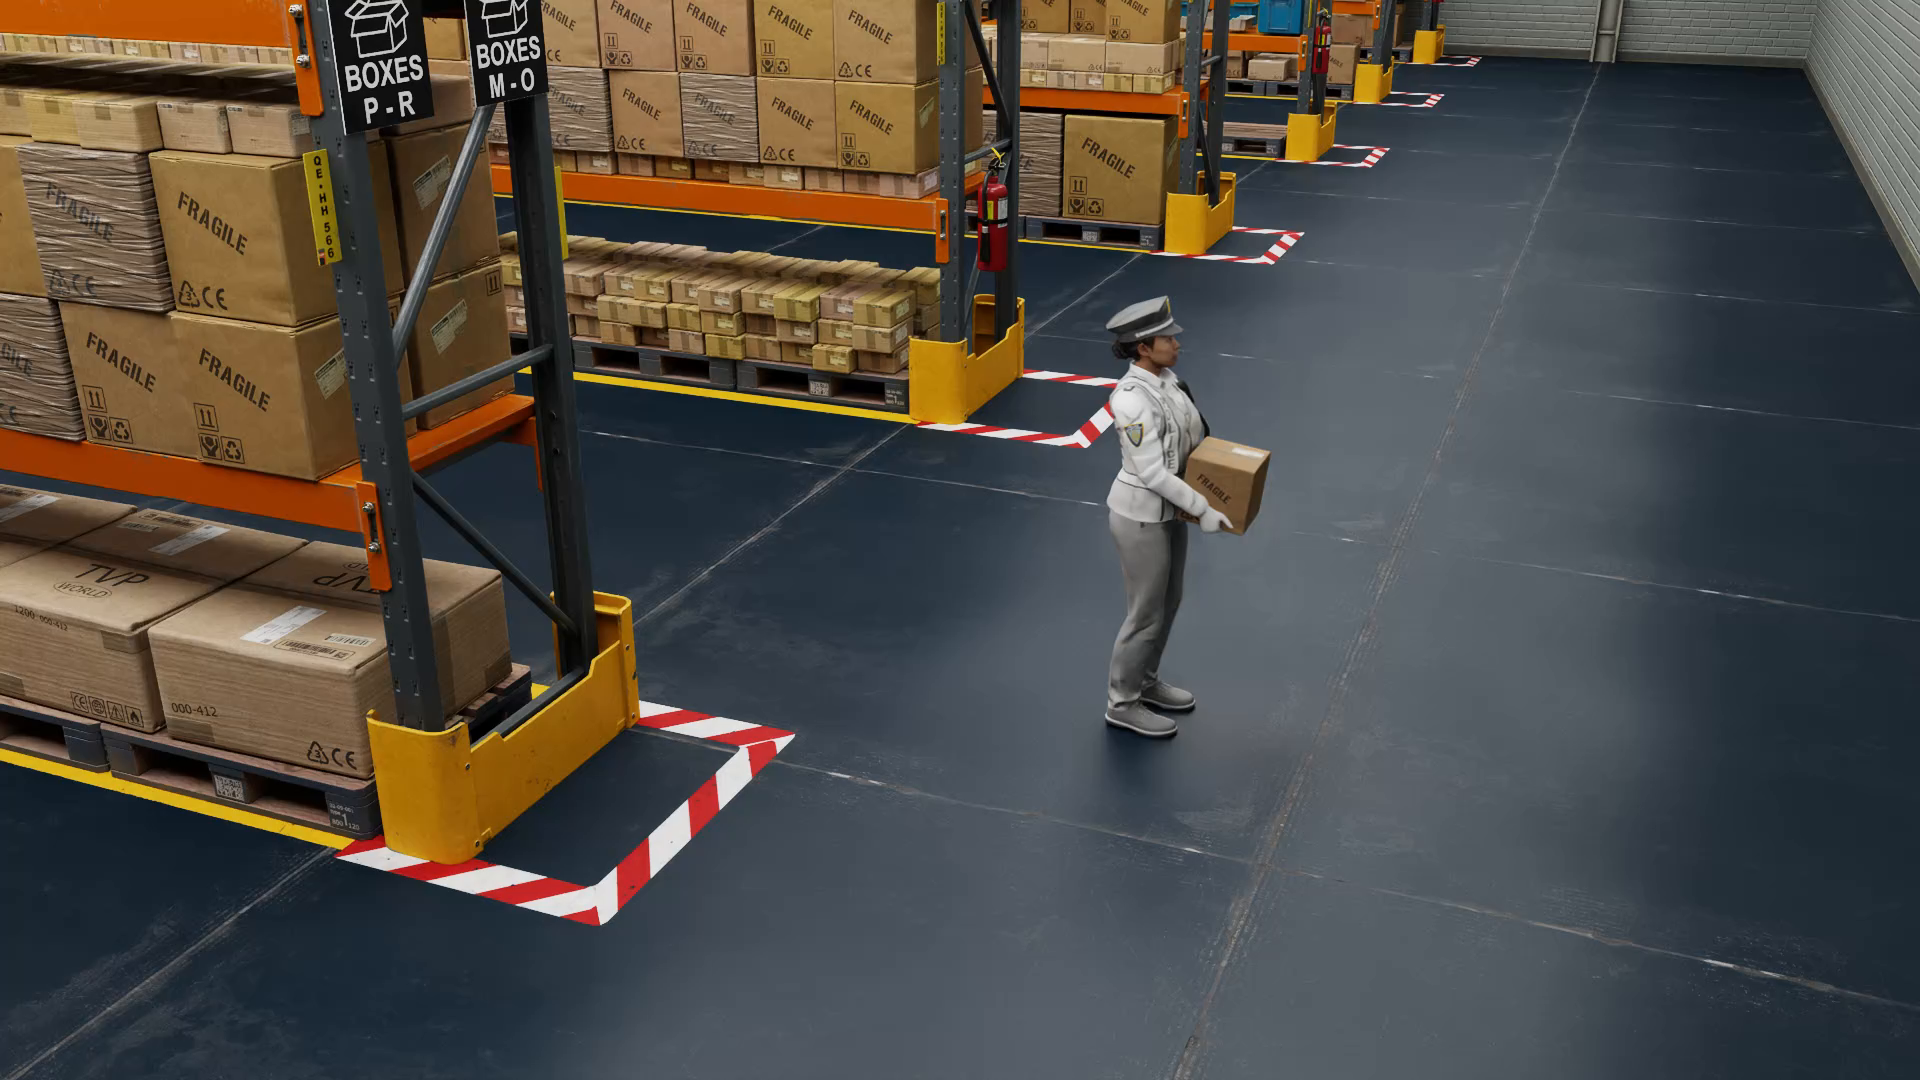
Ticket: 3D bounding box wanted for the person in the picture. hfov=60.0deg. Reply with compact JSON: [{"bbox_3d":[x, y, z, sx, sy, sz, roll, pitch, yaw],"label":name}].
[{"bbox_3d":[0.789,-0.079,6.254,0.549,1.686,0.459,9,24,21],"label":"person"}]
